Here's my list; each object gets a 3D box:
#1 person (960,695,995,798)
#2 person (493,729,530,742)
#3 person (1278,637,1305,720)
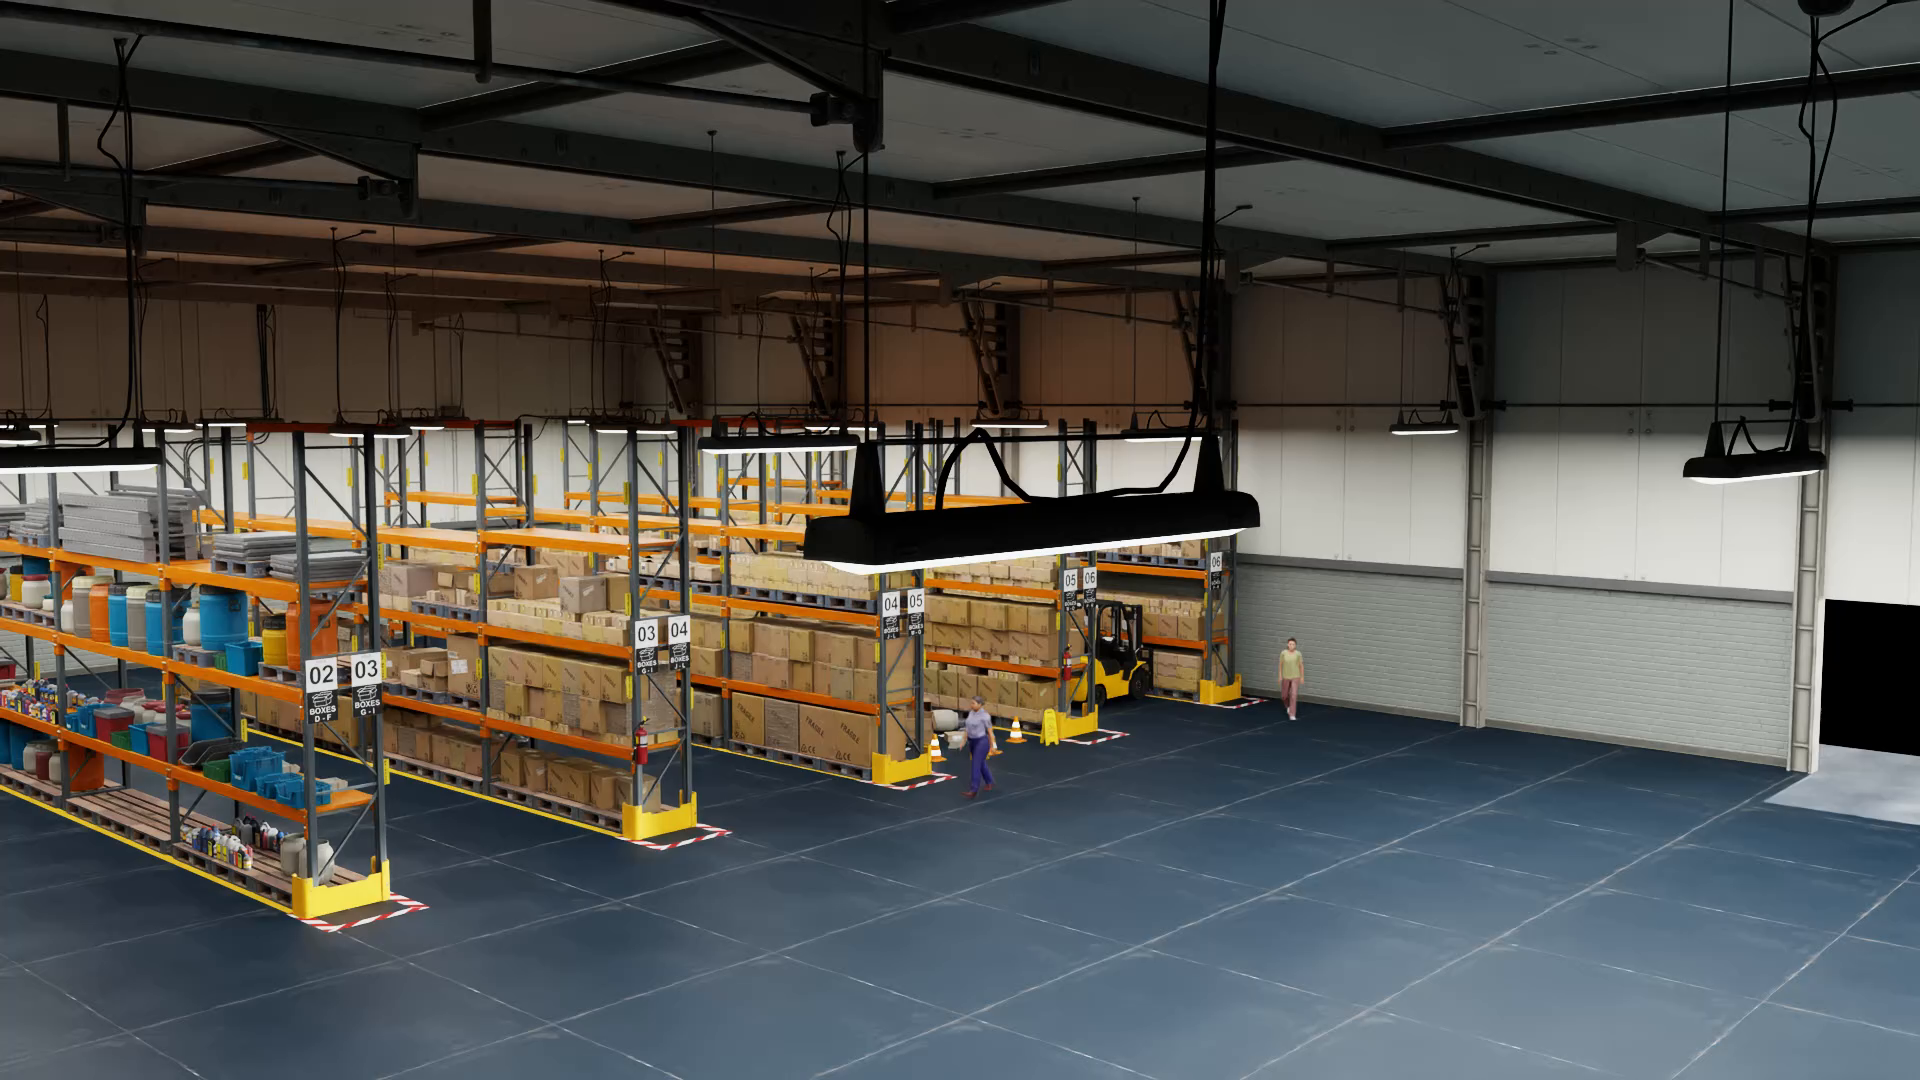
[{"bbox_3d":[0.296,3.324,26.970,0.848,1.625,0.517,-3,5,-32],"label":"person"},{"bbox_3d":[-8.361,2.998,31.068,0.961,1.546,0.441,2,5,21],"label":"person"},{"bbox_3d":[6.680,2.772,33.505,0.514,1.650,0.827,2,5,18],"label":"person"}]
